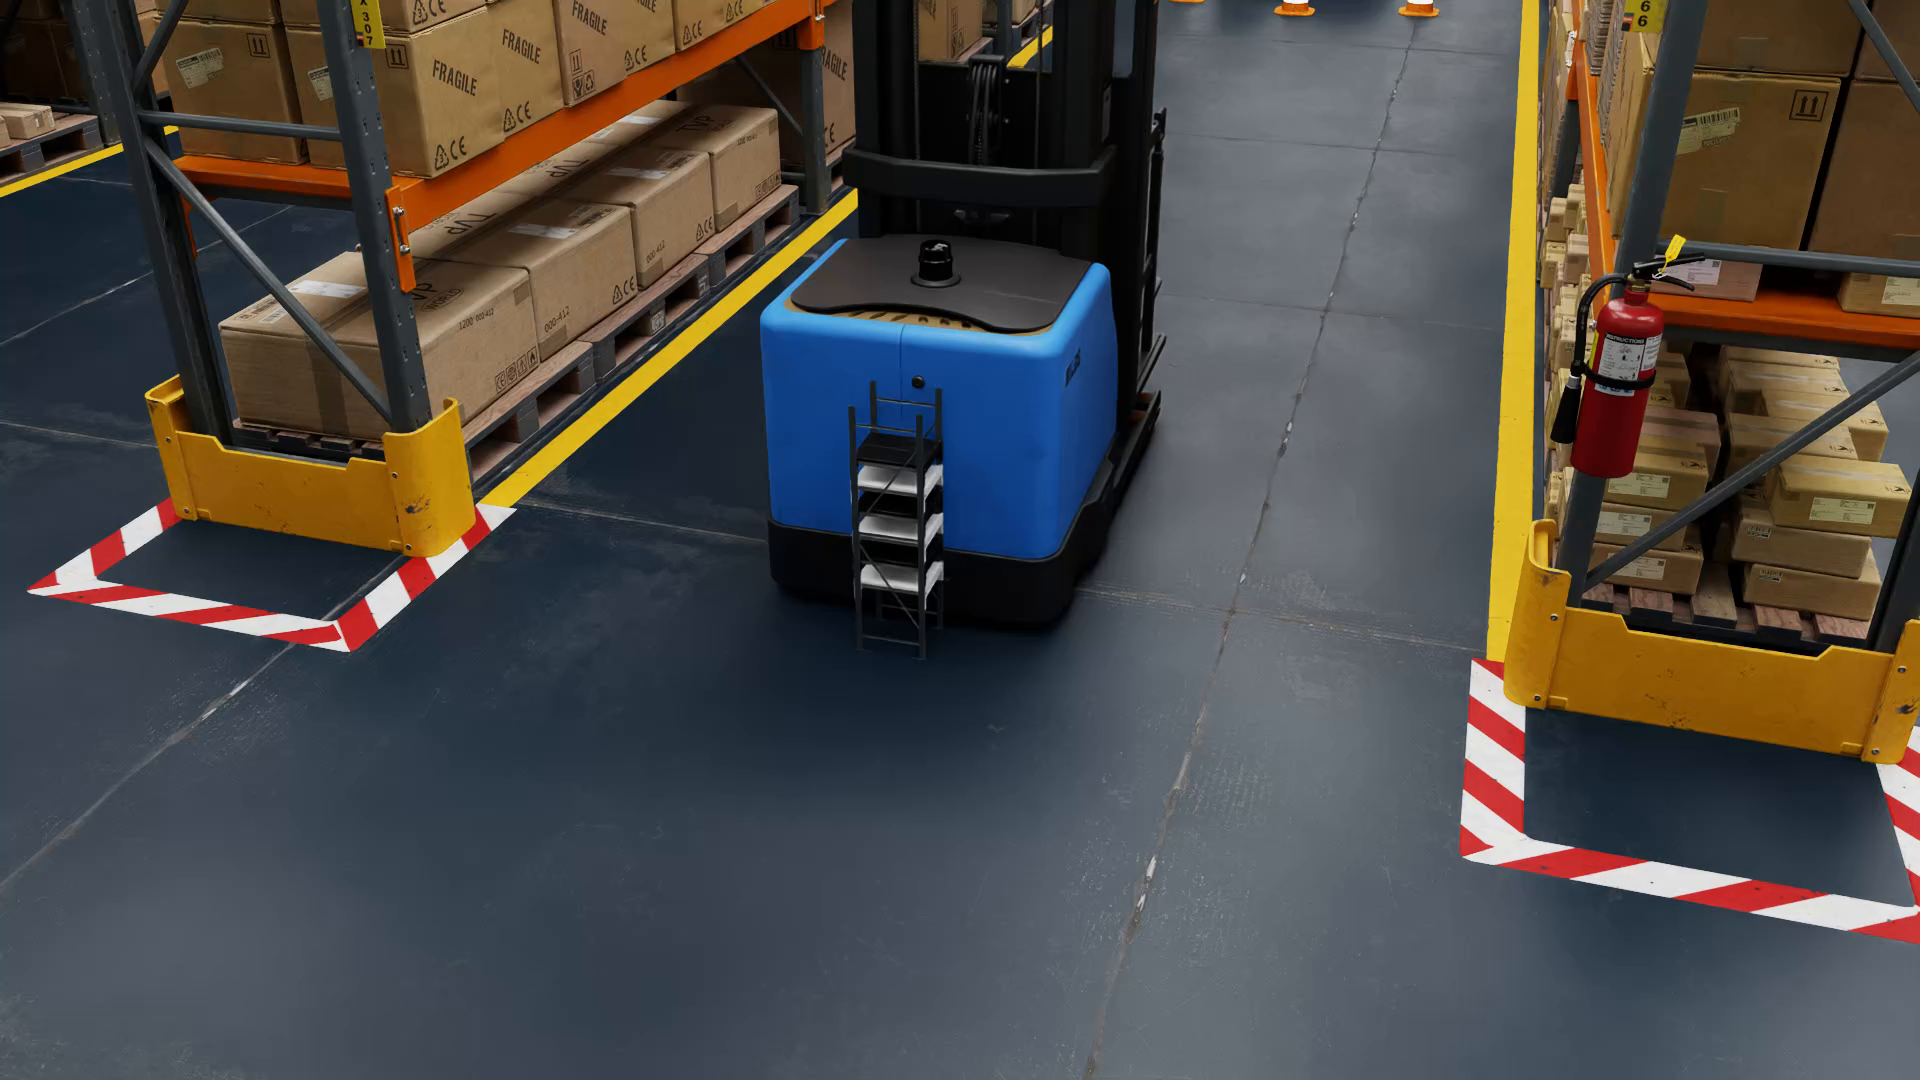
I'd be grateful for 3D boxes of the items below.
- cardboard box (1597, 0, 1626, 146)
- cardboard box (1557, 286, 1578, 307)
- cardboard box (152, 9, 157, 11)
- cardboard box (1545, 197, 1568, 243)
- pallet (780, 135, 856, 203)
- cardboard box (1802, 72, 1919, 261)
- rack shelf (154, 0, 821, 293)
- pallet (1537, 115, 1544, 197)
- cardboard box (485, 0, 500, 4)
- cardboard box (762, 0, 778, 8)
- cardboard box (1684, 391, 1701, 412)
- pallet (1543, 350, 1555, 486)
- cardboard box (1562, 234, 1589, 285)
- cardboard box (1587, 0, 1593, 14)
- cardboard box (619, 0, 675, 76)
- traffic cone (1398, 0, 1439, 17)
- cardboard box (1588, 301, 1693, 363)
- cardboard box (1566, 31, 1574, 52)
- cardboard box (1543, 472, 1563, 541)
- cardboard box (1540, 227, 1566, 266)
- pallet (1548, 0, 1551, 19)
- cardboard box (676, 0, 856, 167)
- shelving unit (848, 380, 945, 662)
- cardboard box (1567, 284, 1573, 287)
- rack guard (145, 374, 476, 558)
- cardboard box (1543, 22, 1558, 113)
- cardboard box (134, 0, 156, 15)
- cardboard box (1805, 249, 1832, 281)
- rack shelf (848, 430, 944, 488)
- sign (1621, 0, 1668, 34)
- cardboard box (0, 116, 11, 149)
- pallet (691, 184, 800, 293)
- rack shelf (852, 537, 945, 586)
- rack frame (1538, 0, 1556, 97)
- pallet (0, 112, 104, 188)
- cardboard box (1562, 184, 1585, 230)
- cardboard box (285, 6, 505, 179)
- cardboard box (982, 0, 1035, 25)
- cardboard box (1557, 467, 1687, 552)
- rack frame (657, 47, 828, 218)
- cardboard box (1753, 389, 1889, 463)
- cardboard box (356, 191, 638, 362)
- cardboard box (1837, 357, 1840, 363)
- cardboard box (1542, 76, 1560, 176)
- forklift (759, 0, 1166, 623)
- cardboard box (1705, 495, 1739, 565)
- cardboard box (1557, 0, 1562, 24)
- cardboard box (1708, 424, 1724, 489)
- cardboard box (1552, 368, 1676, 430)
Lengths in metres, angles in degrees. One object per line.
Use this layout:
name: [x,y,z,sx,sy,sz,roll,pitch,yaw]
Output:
cardboard box: [2.505,-1.646,5.714,0.500,0.500,0.500,9,30,15]
cardboard box: [2.740,-0.948,7.063,0.380,0.149,0.250,8,30,14]
cardboard box: [-5.506,-3.508,11.610,0.500,0.500,0.500,8,30,14]
cardboard box: [3.085,-1.555,8.154,0.380,0.149,0.250,10,31,17]
pallet: [-1.110,-2.420,10.383,1.003,0.211,1.213,8,30,15]
cardboard box: [2.719,-1.094,4.722,0.500,0.500,0.500,10,31,17]
rack shelf: [-1.851,-2.025,7.545,1.077,0.370,4.000,8,30,15]
pallet: [4.081,-2.322,10.207,1.003,0.211,1.213,8,30,15]
cardboard box: [-1.880,-2.314,6.193,0.500,0.500,0.500,8,30,14]
cardboard box: [-1.156,-3.061,8.564,0.500,0.500,0.500,9,30,15]
cardboard box: [2.534,-0.456,6.180,0.380,0.149,0.250,8,30,14]
pallet: [2.978,-0.505,6.941,1.003,0.211,1.213,8,30,15]
cardboard box: [2.826,-1.202,7.213,0.380,0.149,0.250,9,30,16]
cardboard box: [3.111,-2.589,7.410,0.500,0.500,0.500,8,30,14]
cardboard box: [-1.604,-2.344,7.275,0.500,0.500,0.500,10,30,17]
traffic cone: [4.008,-4.811,14.423,0.336,0.463,0.334,8,30,15]
cardboard box: [2.665,-0.828,6.542,0.380,0.149,0.250,7,30,13]
cardboard box: [3.638,-2.648,9.292,0.500,0.250,0.500,10,31,17]
cardboard box: [2.257,-0.097,5.839,0.380,0.149,0.250,9,30,16]
cardboard box: [3.083,-1.424,8.225,0.380,0.149,0.250,7,30,13]
pallet: [5.691,-4.740,14.553,1.003,0.211,1.213,8,30,15]
cardboard box: [-1.159,-2.824,9.994,0.875,0.875,0.875,9,30,16]
shelving unit: [-0.202,-0.054,5.422,0.258,0.900,0.210,8,30,14]
cardboard box: [2.955,-1.052,7.557,0.380,0.149,0.250,8,30,14]
rack guard: [-2.445,-0.307,6.287,1.175,0.500,0.348,8,30,15]
cardboard box: [4.076,-3.033,10.756,0.500,0.500,0.500,9,30,15]
cardboard box: [-5.643,-3.619,11.142,0.380,0.149,0.250,8,30,13]
cardboard box: [2.767,-0.869,4.985,0.380,0.149,0.250,10,30,17]
rack shelf: [-0.202,-0.261,5.307,0.258,0.077,0.200,8,30,14]
sign: [1.799,-1.483,4.315,0.100,0.325,0.005,8,30,15]
cardboard box: [-5.998,-2.498,10.035,0.396,0.266,0.258,10,30,17]
pallet: [-1.562,-1.708,9.104,1.003,0.211,1.213,8,30,15]
rack shelf: [-0.202,0.054,5.482,0.258,0.077,0.200,8,30,14]
rack frame: [4.672,-4.469,11.197,1.000,3.000,0.127,8,30,15]
pallet: [-6.213,-2.438,10.416,1.003,0.211,1.213,8,30,15]
cardboard box: [3.061,-1.557,7.853,0.380,0.149,0.250,10,31,17]
cardboard box: [-2.023,-1.636,6.002,0.500,0.500,0.500,8,30,14]
cardboard box: [0.085,-4.424,13.389,0.950,0.372,0.625,6,30,11]
cardboard box: [2.205,-0.105,5.547,0.380,0.149,0.250,8,30,14]
rack frame: [-1.264,-3.269,9.041,1.000,3.000,0.127,8,30,15]
cardboard box: [2.964,-0.388,5.750,0.380,0.149,0.250,8,30,15]
cardboard box: [-2.080,-1.222,7.564,0.875,0.438,0.875,9,30,16]
cardboard box: [3.169,-0.758,6.416,0.380,0.149,0.250,9,30,16]
cardboard box: [3.625,-2.319,9.473,0.500,0.500,0.500,8,30,14]
forklift: [0.229,-1.703,6.296,1.130,2.935,3.031,8,30,14]
cardboard box: [2.782,-0.020,5.700,0.380,0.149,0.250,8,30,15]
cardboard box: [4.089,-3.366,10.583,0.500,0.250,0.500,8,30,14]
cardboard box: [2.844,-0.271,5.846,0.380,0.149,0.250,9,30,16]
cardboard box: [2.320,-0.478,5.912,0.380,0.149,0.250,8,30,14]
